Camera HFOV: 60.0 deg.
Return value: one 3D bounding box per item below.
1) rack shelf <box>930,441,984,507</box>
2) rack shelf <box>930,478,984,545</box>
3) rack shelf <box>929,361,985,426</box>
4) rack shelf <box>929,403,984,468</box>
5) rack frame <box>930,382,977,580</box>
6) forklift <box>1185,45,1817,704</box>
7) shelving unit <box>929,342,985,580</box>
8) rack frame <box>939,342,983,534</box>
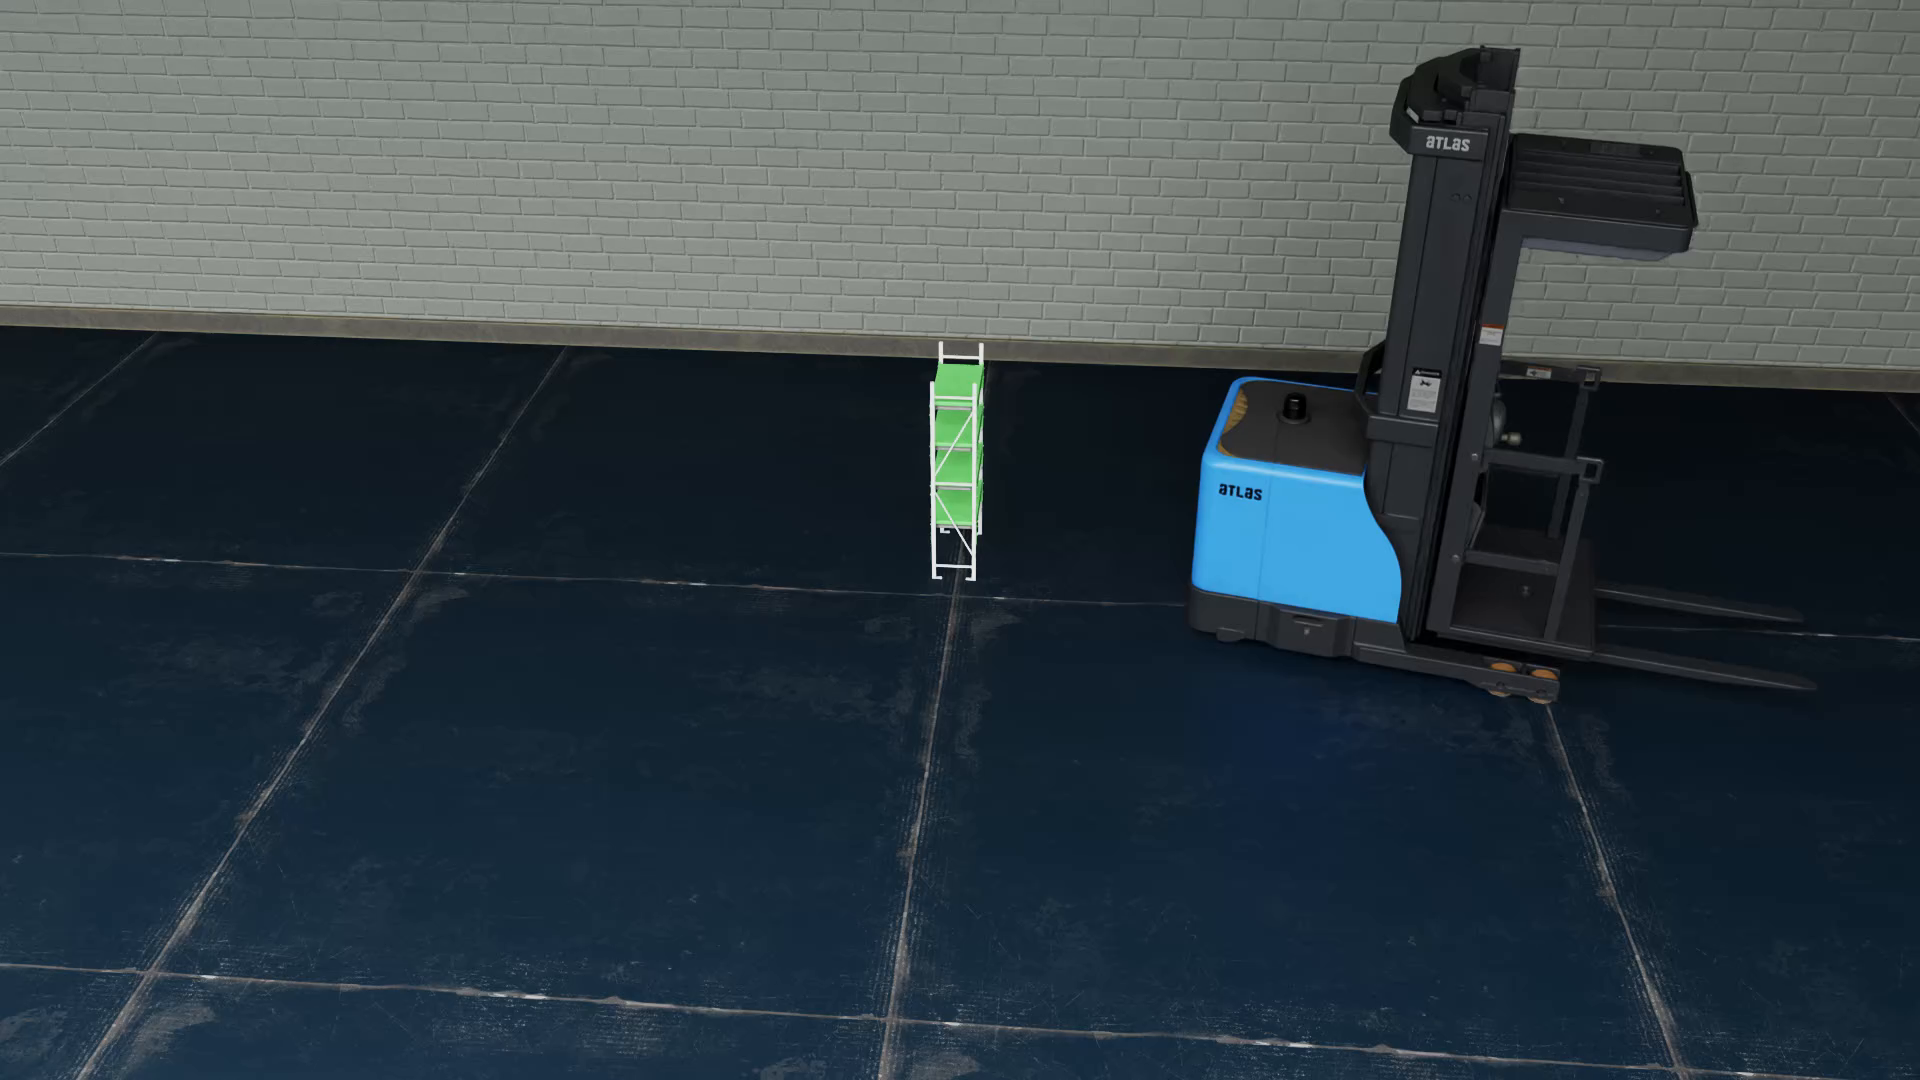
[{"bbox_3d":[-0.013,-0.370,9.109,0.258,0.148,0.480,2,32,4],"label":"rack shelf"},{"bbox_3d":[-0.013,-0.166,9.234,0.258,0.148,0.480,2,32,4],"label":"rack shelf"},{"bbox_3d":[-0.013,-0.778,8.857,0.258,0.148,0.480,2,32,4],"label":"rack shelf"},{"bbox_3d":[-0.013,-0.574,8.983,0.258,0.148,0.480,2,32,4],"label":"rack shelf"},{"bbox_3d":[-0.033,-0.297,8.868,0.240,1.200,0.015,2,32,4],"label":"rack frame"},{"bbox_3d":[2.757,-0.752,7.958,3.031,2.935,1.130,9,33,15],"label":"forklift"},{"bbox_3d":[-0.013,-0.424,9.075,0.258,1.200,0.503,2,32,4],"label":"shelving unit"},{"bbox_3d":[0.006,-0.552,9.282,0.240,1.200,0.015,2,32,4],"label":"rack frame"}]
